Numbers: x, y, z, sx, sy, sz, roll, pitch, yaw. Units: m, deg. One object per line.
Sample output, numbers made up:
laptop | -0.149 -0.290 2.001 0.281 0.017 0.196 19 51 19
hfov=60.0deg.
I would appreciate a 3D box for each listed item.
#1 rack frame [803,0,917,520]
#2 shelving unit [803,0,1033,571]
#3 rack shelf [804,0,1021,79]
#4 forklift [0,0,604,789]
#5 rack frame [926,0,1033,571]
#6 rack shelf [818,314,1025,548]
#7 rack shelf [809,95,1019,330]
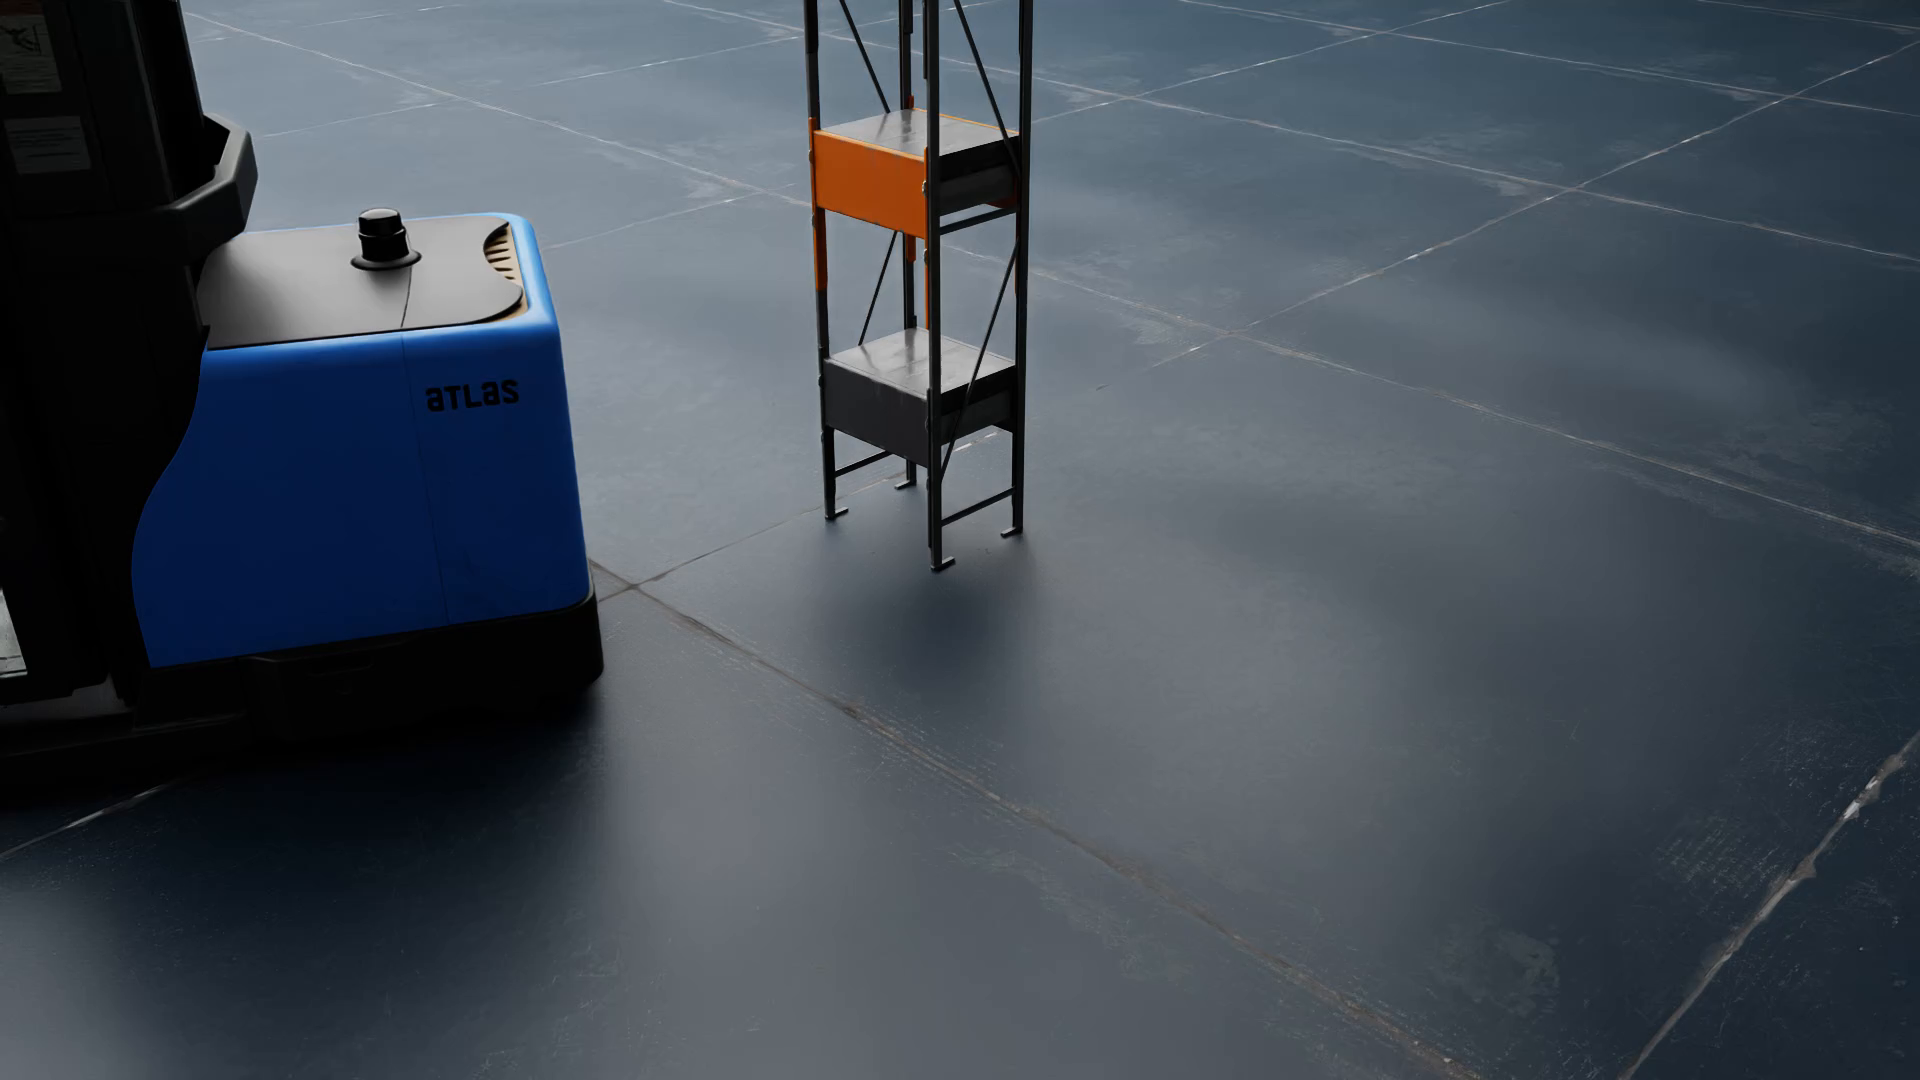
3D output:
rack frame | -0.292 -1.063 5.015 0.015 2.100 0.400 25 36 38
shelving unit | -0.118 -0.983 4.864 0.503 2.100 0.431 25 36 38
rack shelf | -0.118 -1.591 4.545 0.480 0.518 0.431 25 36 38
forklift | -2.526 -0.879 3.773 3.031 2.935 1.130 -8 29 -15
rack frame | 0.056 -0.904 4.713 0.015 2.100 0.400 25 36 38
rack shelf | -0.118 -0.352 5.196 0.480 0.518 0.431 25 36 38
rack shelf | -0.118 -0.971 4.870 0.480 0.518 0.431 25 36 38
